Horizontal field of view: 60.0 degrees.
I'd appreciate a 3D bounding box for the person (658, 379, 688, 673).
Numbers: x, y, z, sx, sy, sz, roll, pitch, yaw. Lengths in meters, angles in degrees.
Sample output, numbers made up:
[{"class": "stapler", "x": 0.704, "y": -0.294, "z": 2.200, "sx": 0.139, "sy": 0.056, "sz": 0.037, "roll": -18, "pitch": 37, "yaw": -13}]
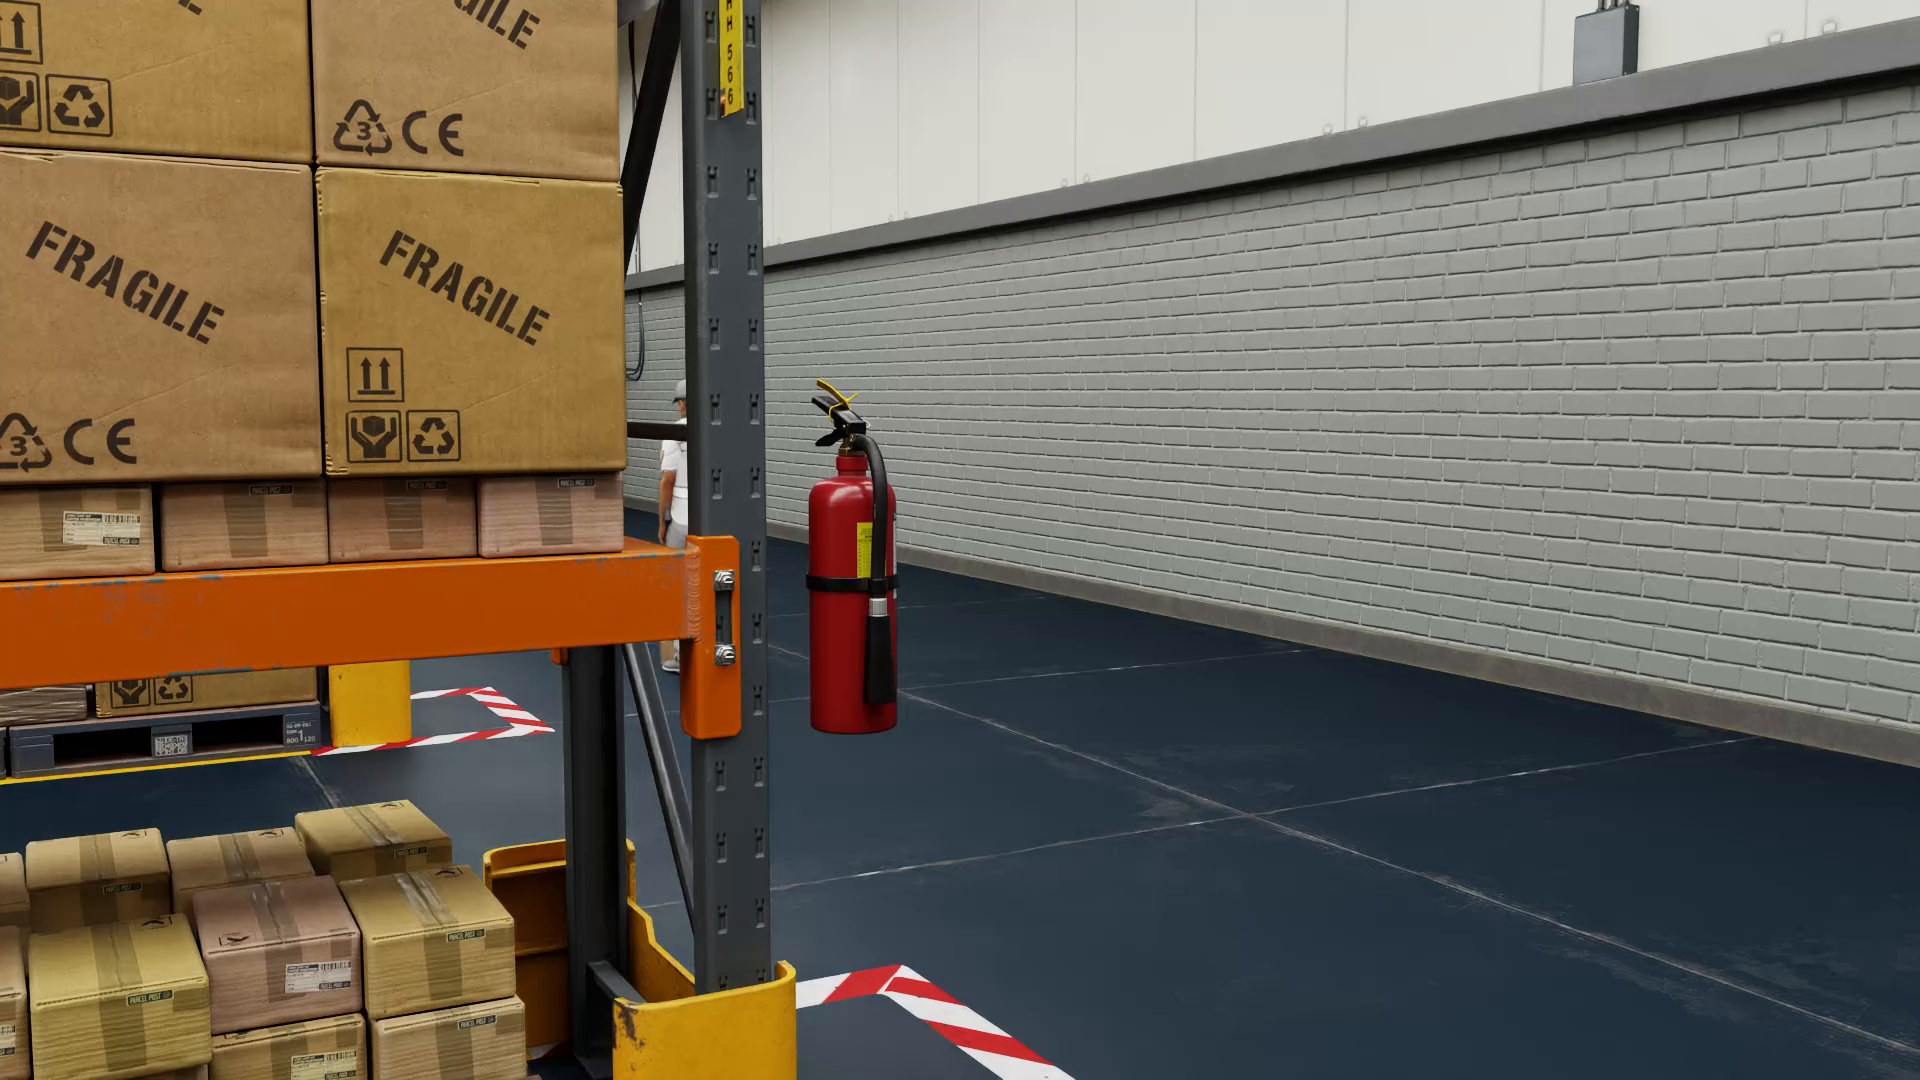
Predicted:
[{"class": "person", "x": -1.459, "y": -0.084, "z": 9.411, "sx": 0.541, "sy": 1.665, "sz": 0.465, "roll": -3, "pitch": 6, "yaw": -31}]
